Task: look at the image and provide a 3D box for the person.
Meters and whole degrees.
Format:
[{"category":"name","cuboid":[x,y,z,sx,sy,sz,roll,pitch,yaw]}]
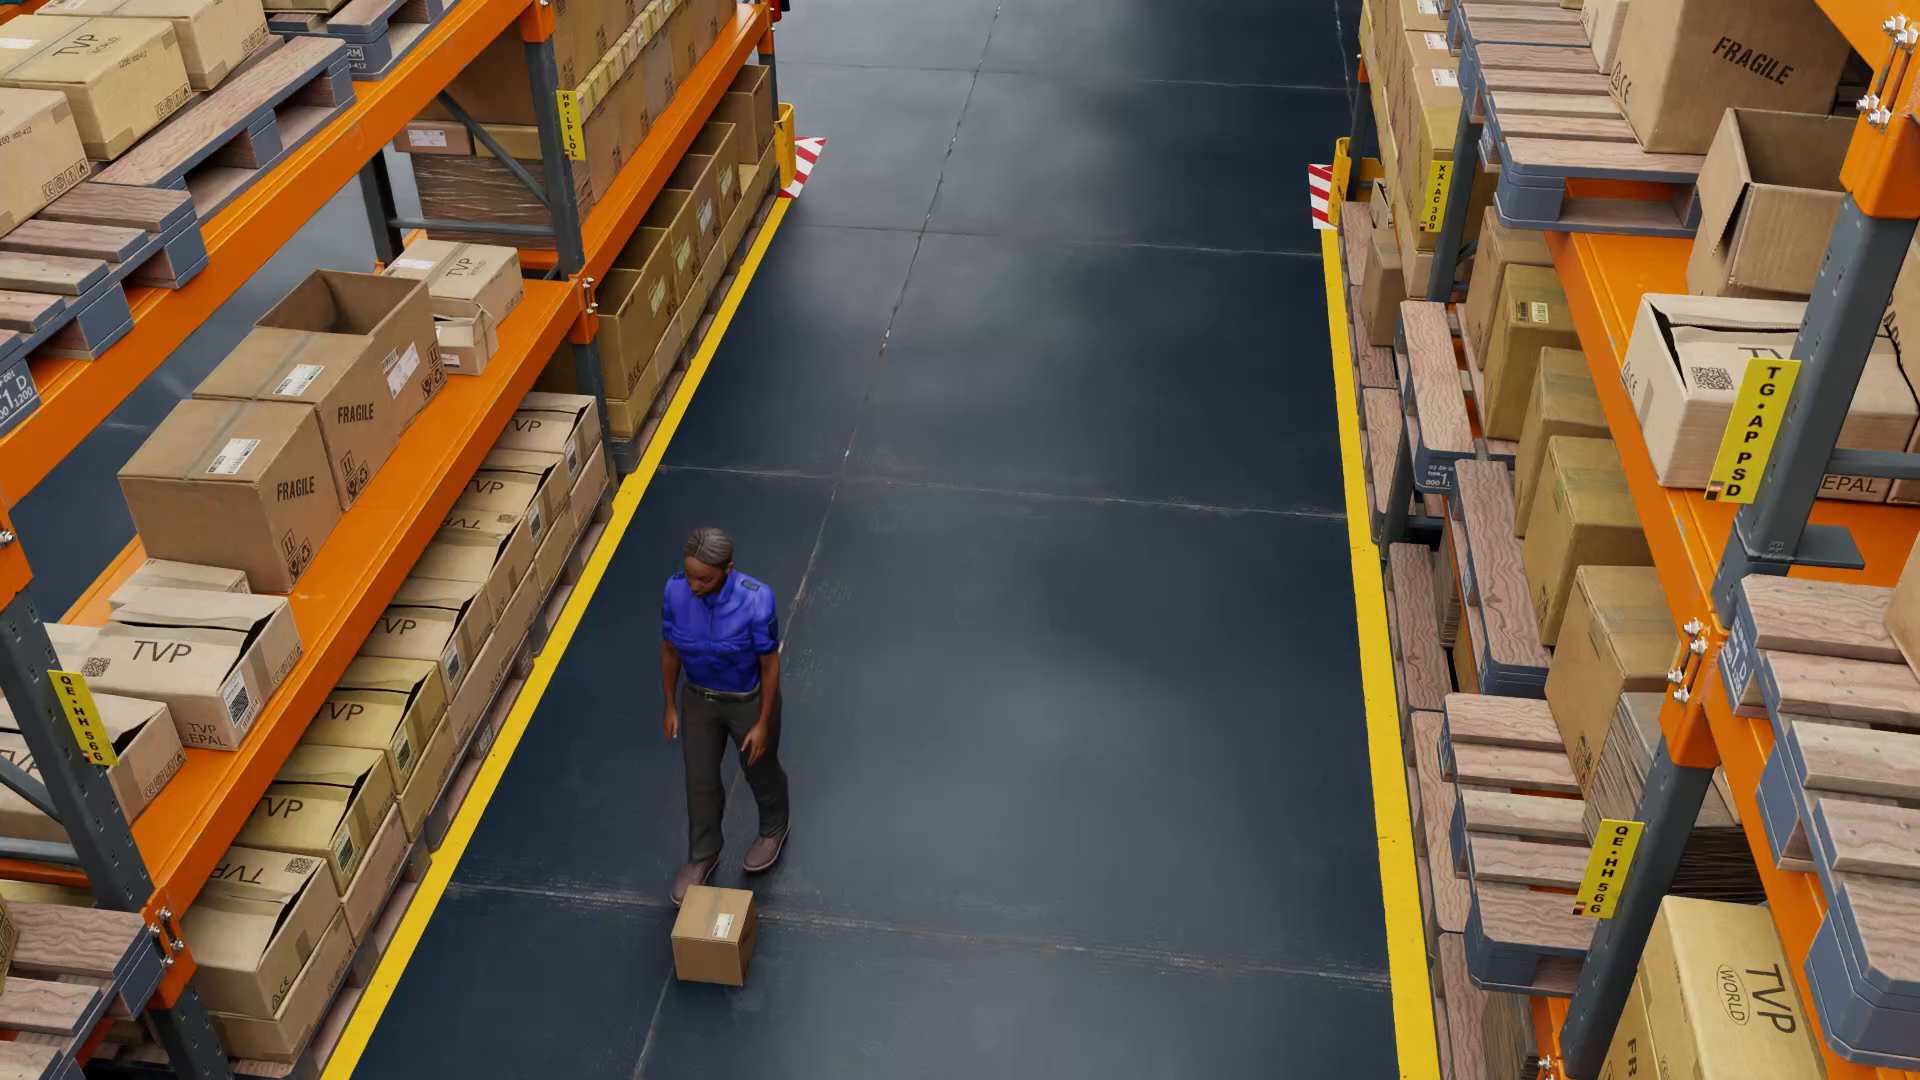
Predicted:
[{"category":"person","cuboid":[-0.882,0.639,6.159,0.463,1.665,0.517,9,37,12]}]
